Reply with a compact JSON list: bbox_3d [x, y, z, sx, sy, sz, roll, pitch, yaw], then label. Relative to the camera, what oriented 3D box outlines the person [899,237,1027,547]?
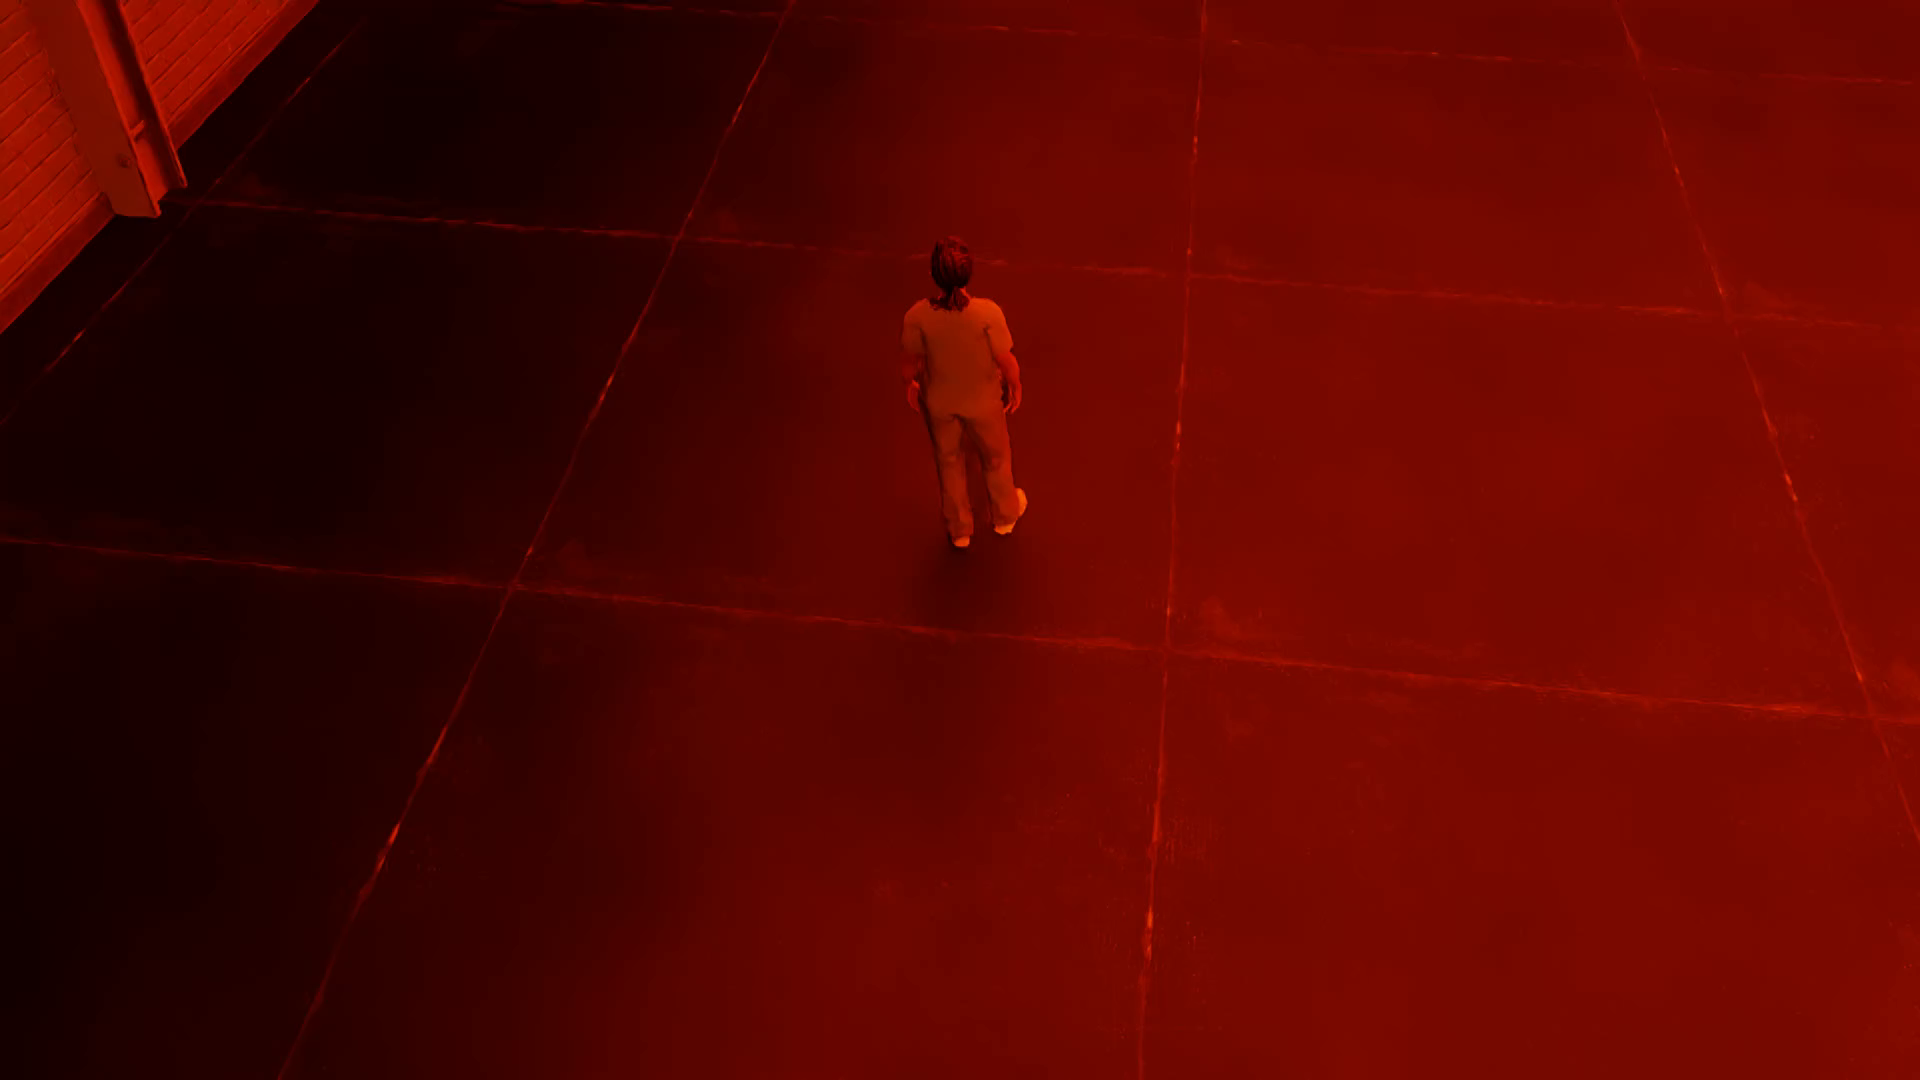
[{"bbox_3d":[0.023,-0.671,7.372,0.550,1.674,0.548,5,43,6],"label":"person"}]
